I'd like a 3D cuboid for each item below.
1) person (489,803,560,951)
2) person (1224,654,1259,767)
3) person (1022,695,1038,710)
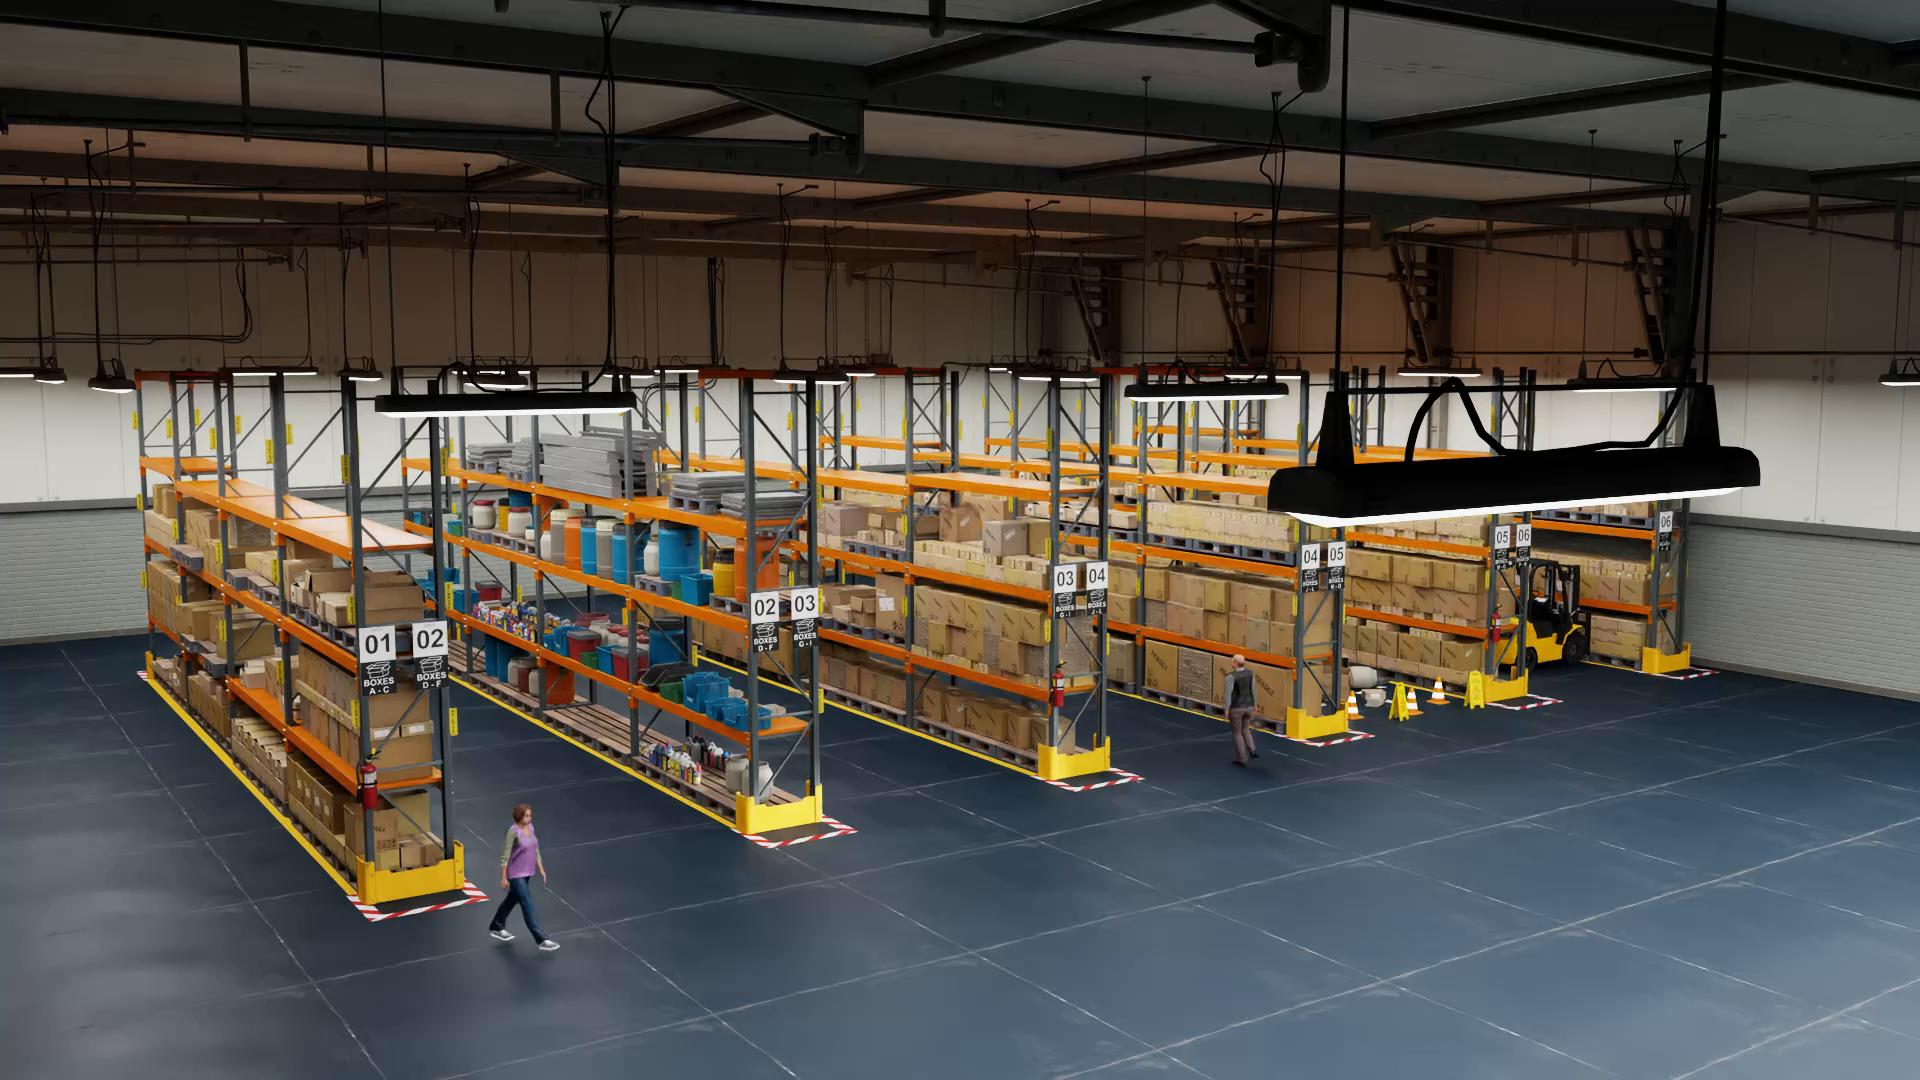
[{"bbox_3d":[-4.624,3.559,17.666,0.978,1.526,0.440,2,7,16],"label":"person"},{"bbox_3d":[4.297,2.600,25.486,0.569,1.712,0.478,-3,7,-23],"label":"person"},{"bbox_3d":[1.283,2.280,28.941,0.594,1.595,0.736,-3,7,-23],"label":"person"}]
